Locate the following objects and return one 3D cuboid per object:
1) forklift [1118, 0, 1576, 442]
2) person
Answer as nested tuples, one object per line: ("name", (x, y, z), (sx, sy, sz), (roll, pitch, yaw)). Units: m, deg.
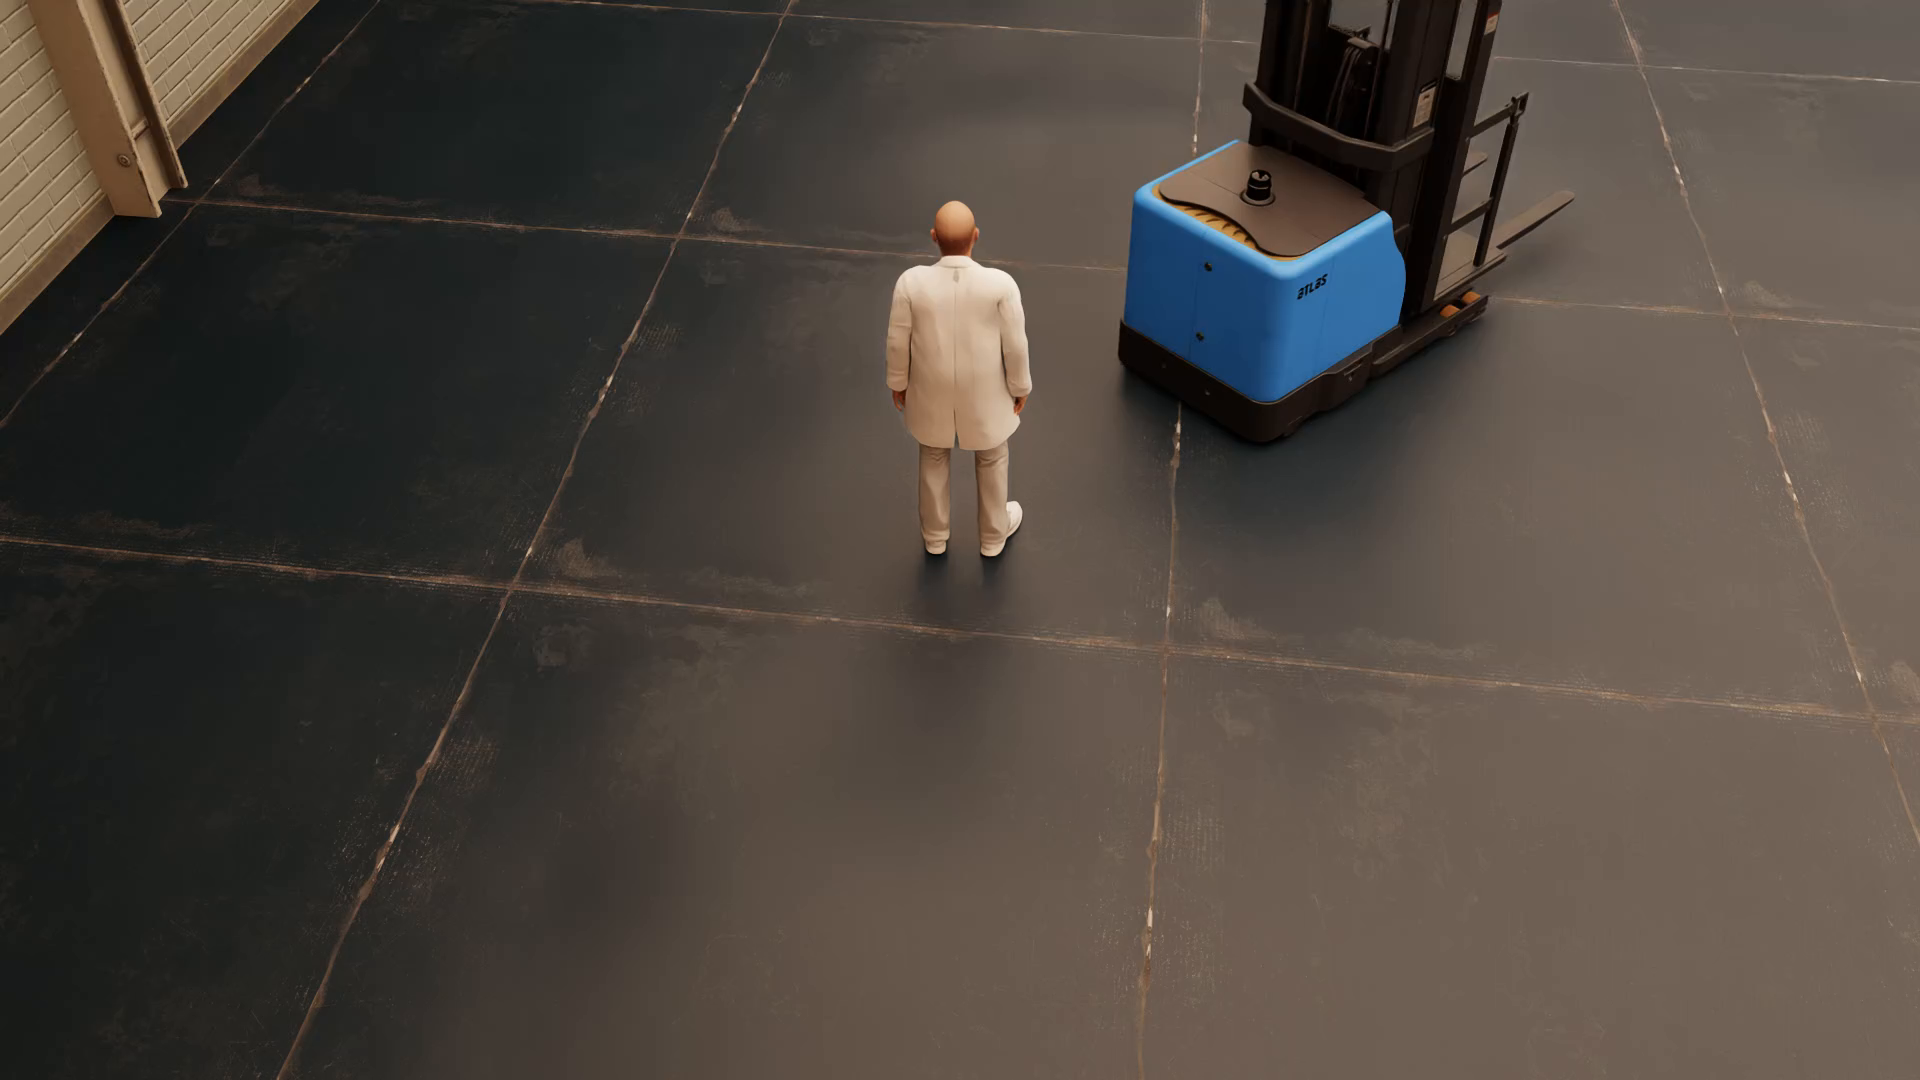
("forklift", (2.274, -2.434, 8.374), (3.031, 2.935, 1.130), (-31, 51, -29))
("person", (-0.005, -0.675, 7.315), (0.644, 1.773, 0.431), (4, 43, 4))
